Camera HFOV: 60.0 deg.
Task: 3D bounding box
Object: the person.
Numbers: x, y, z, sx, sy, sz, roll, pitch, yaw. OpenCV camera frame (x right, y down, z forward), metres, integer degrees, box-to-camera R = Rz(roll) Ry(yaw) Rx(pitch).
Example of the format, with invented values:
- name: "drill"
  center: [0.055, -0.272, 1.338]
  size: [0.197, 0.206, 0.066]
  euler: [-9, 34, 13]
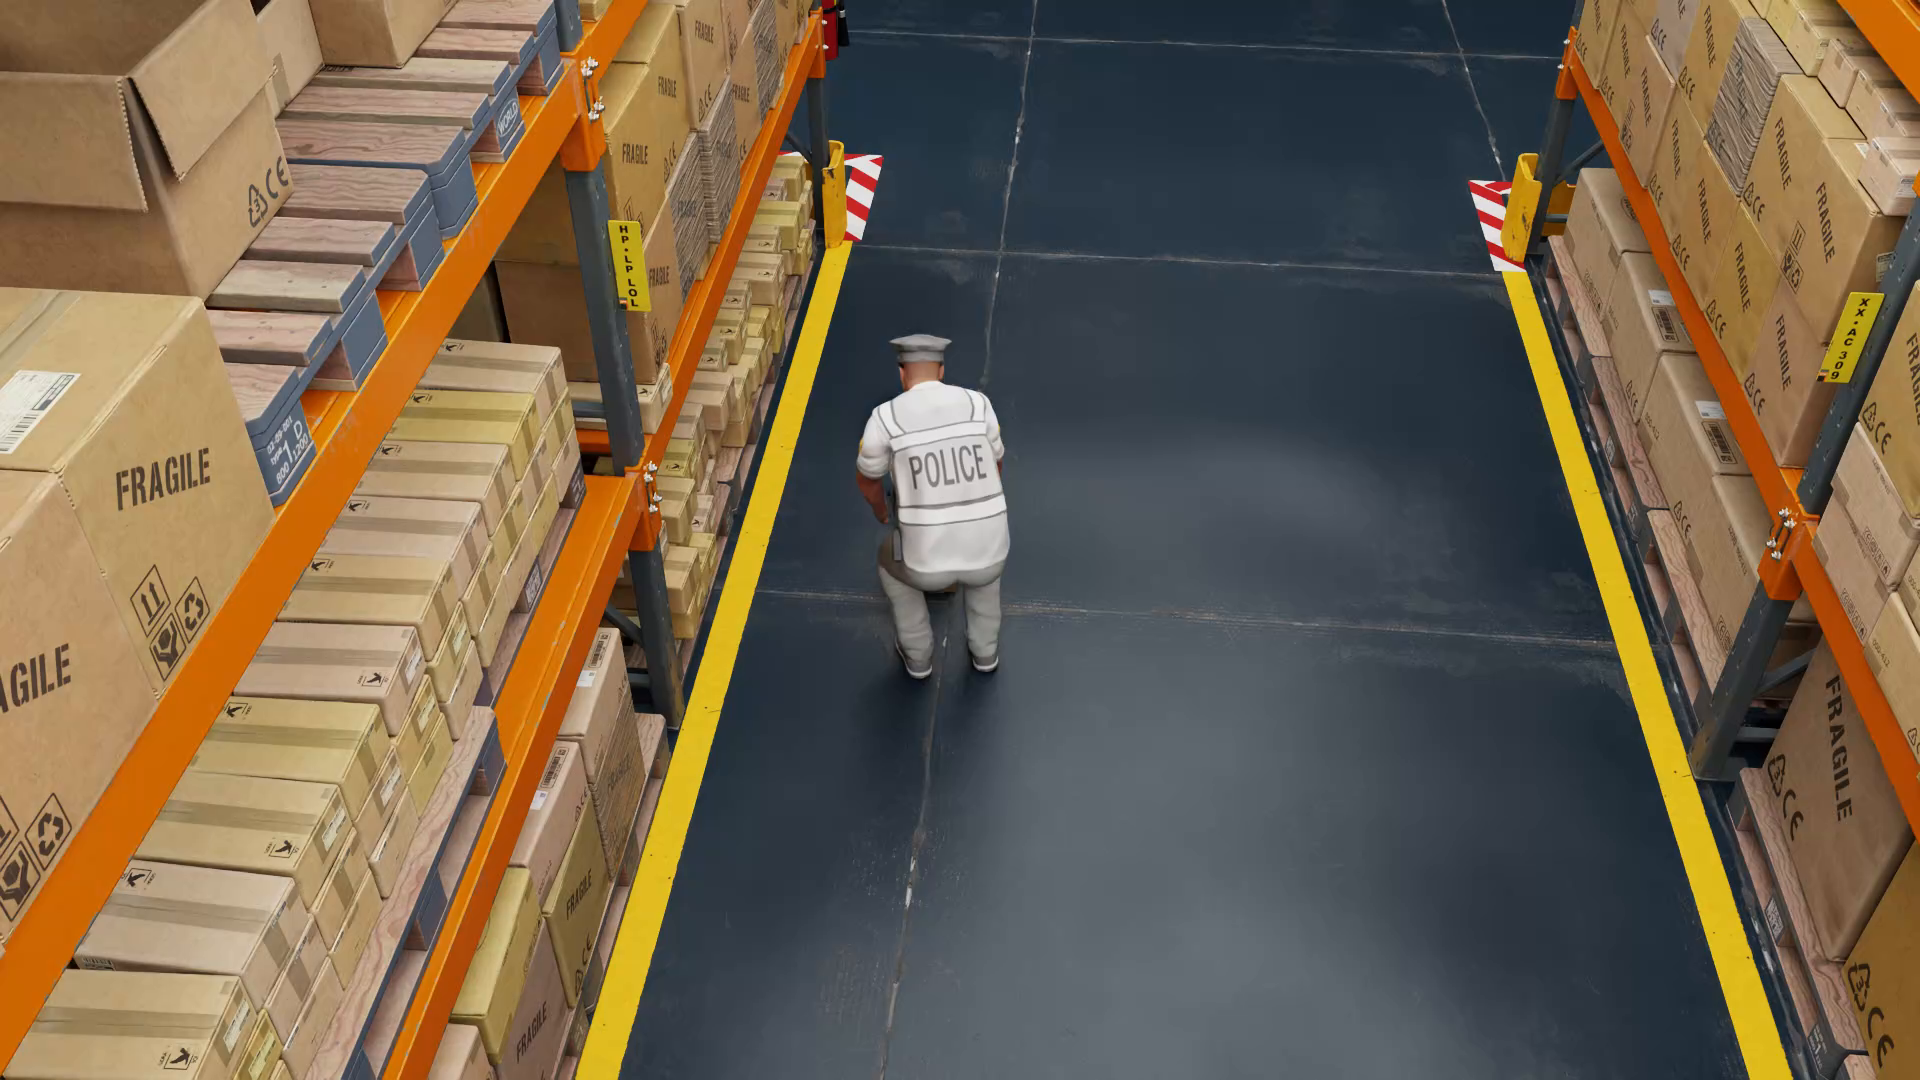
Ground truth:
- name: "person"
  center: [-0.103, -0.097, 6.585]
  size: [0.589, 1.351, 0.841]
  euler: [-5, 40, -6]
